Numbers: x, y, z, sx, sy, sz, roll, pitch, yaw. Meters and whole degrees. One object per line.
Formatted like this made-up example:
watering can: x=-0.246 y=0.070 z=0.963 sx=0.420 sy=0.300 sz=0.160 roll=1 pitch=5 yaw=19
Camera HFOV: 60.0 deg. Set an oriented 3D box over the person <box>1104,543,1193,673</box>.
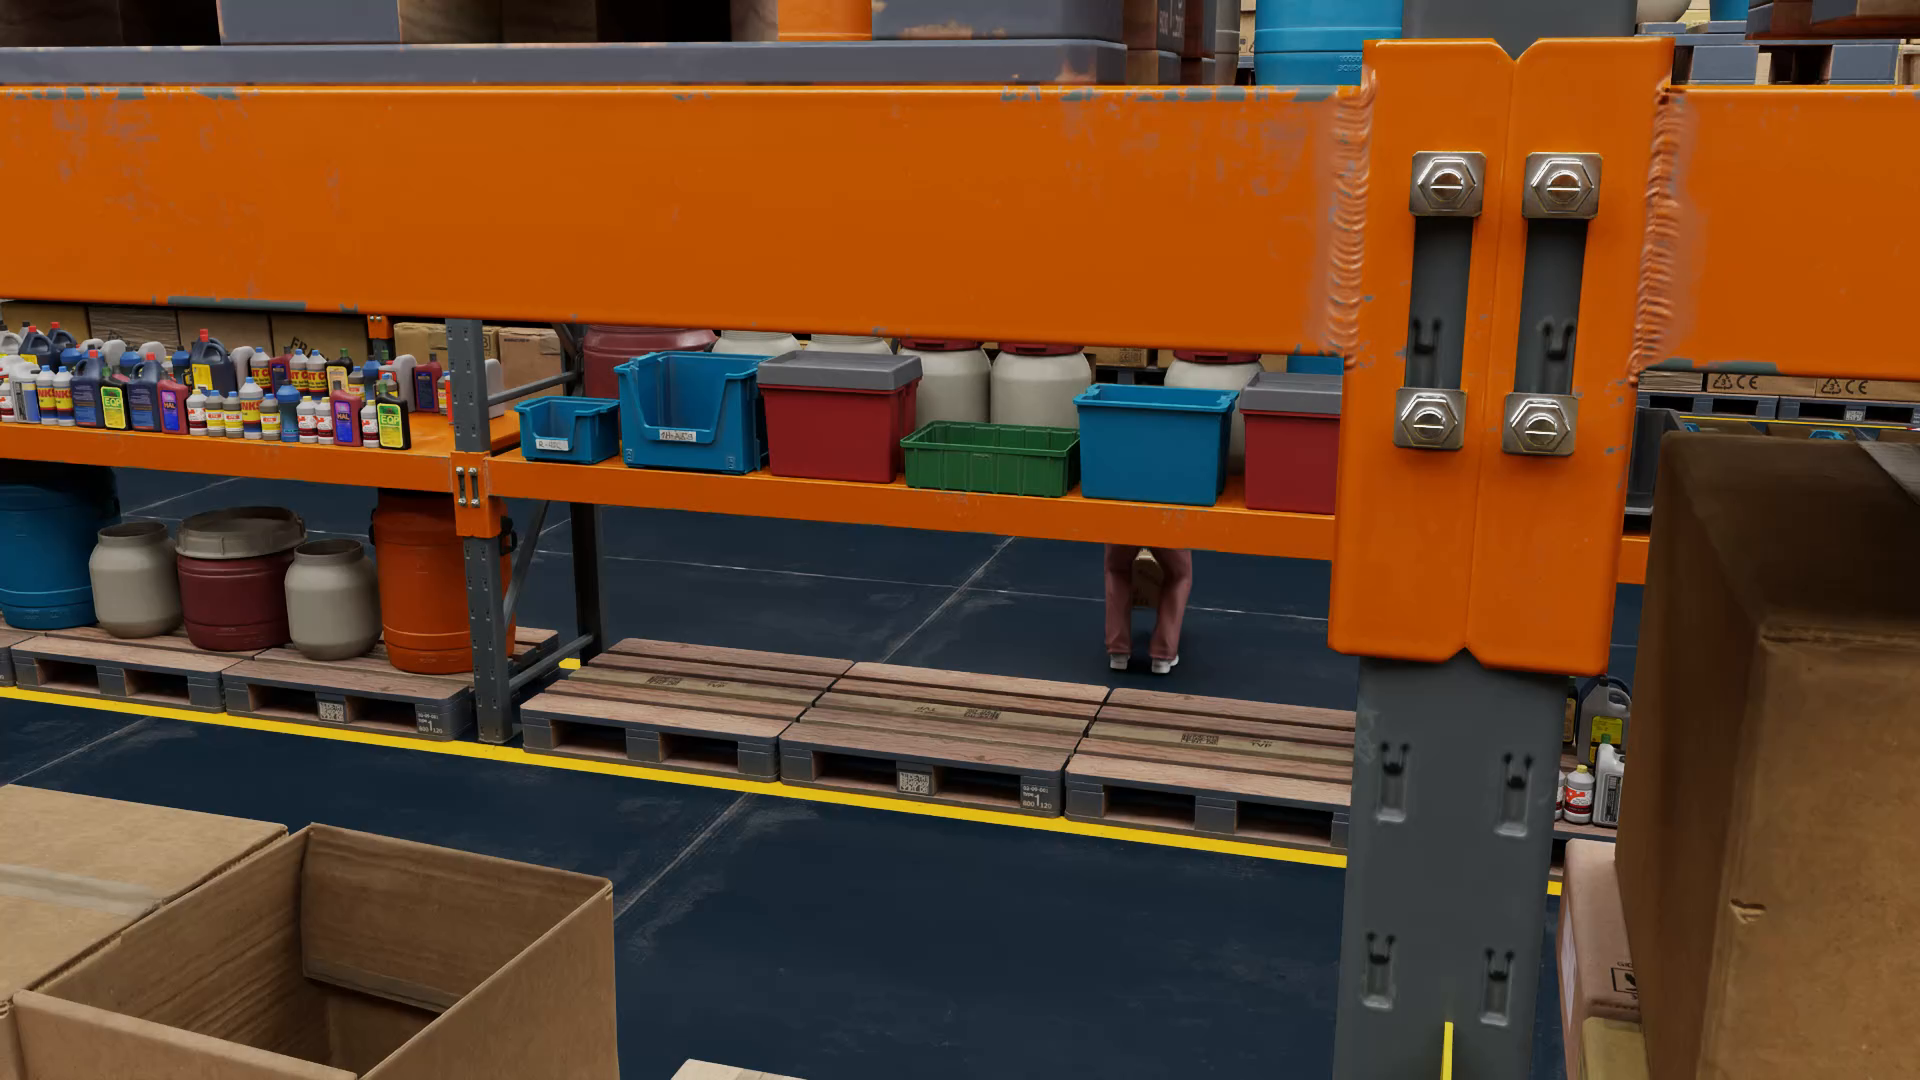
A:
person: x=0.969 y=0.118 z=8.453 sx=0.447 sy=0.962 sz=0.865 roll=4 pitch=16 yaw=14
